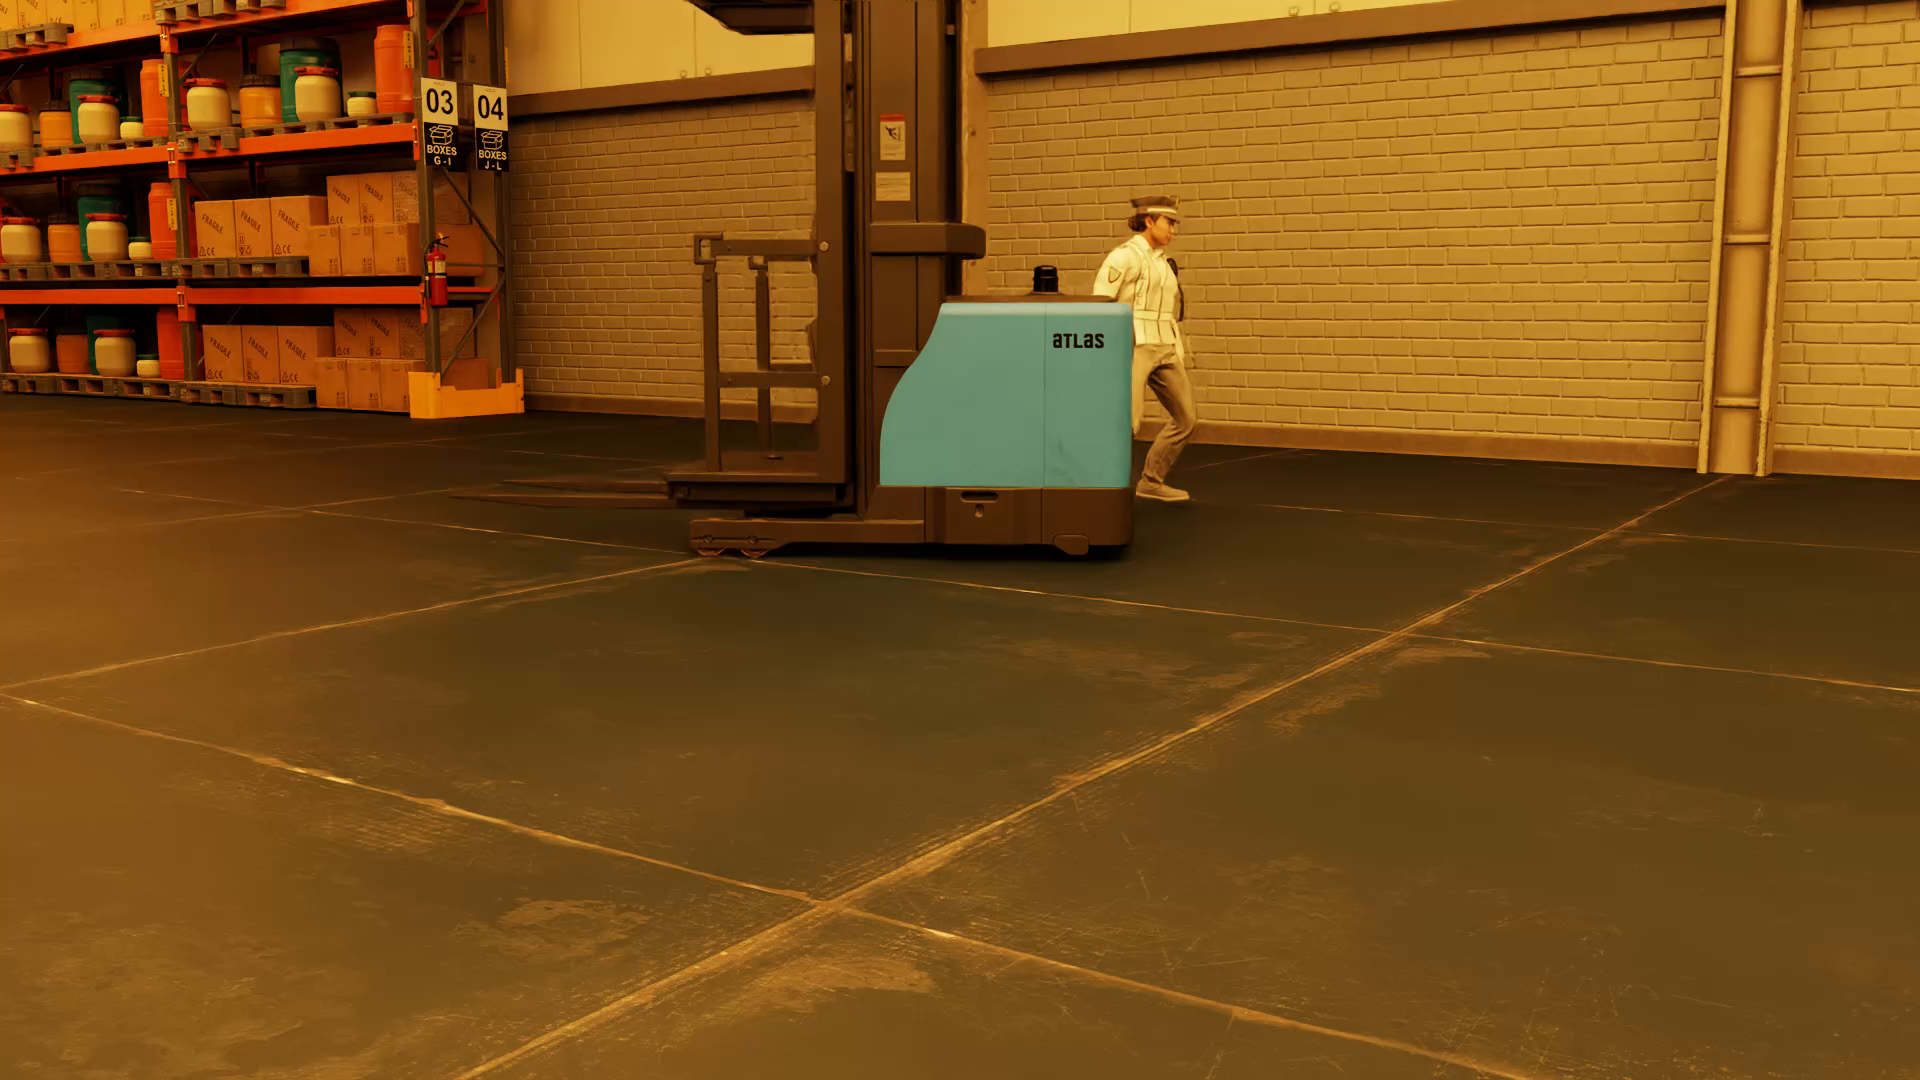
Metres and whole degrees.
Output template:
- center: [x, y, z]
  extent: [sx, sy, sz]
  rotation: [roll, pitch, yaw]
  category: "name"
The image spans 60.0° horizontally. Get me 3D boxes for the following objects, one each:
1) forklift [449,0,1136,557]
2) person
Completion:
- center: [-0.735, -1.450, 7.392]
  extent: [3.031, 2.935, 1.130]
  rotation: [1, 8, 6]
  category: "forklift"
- center: [0.848, -0.964, 8.538]
  extent: [0.790, 1.593, 0.456]
  rotation: [-7, 11, -41]
  category: "person"
